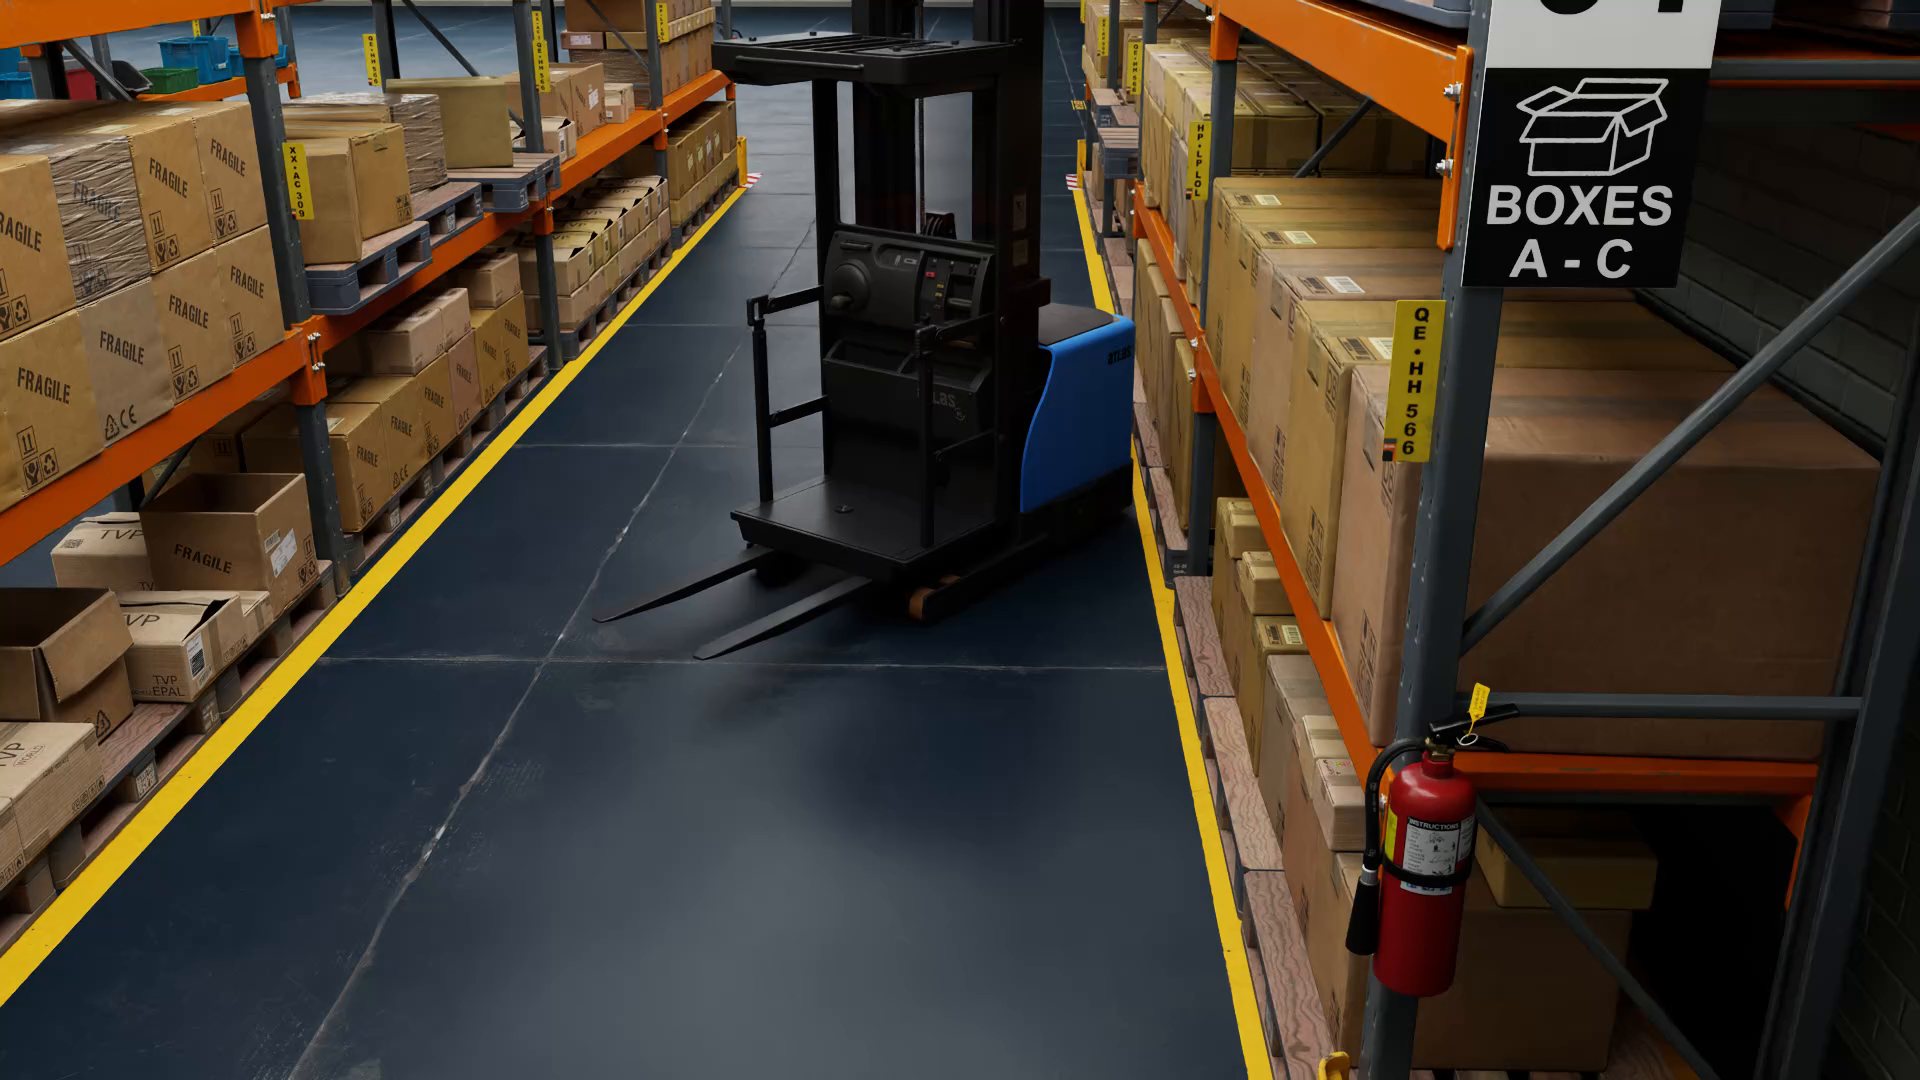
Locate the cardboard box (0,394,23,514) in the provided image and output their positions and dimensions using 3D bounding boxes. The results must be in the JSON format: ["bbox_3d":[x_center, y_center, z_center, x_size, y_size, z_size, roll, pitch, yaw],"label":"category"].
[{"bbox_3d":[-3.216,-0.272,4.944,0.500,0.500,0.500,1,21,1],"label":"cardboard box"}]

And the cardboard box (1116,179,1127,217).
[{"bbox_3d":[1.787,-3.400,15.994,0.500,0.500,0.500,-1,21,-2],"label":"cardboard box"}]

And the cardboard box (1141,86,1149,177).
[{"bbox_3d":[1.403,-2.561,10.404,0.500,0.500,0.500,1,21,3],"label":"cardboard box"}]

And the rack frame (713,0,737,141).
[{"bbox_3d":[-3.035,-5.484,18.517,1.000,3.000,0.127,1,21,2],"label":"rack frame"}]

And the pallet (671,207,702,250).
[{"bbox_3d":[-3.090,-3.025,16.034,1.003,0.211,1.213,1,21,2],"label":"pallet"}]

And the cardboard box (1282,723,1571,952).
[{"bbox_3d":[1.367,0.888,4.968,0.700,0.500,0.500,1,21,1],"label":"cardboard box"}]

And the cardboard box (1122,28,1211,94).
[{"bbox_3d":[1.746,-4.053,14.082,0.700,0.500,0.500,1,21,2],"label":"cardboard box"}]

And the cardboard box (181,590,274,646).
[{"bbox_3d":[-3.085,0.324,6.881,0.380,0.149,0.250,1,21,2],"label":"cardboard box"}]

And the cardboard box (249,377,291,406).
[{"bbox_3d":[-3.648,-0.546,8.636,0.500,0.500,0.500,1,21,2],"label":"cardboard box"}]

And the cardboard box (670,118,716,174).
[{"bbox_3d":[-2.786,-4.008,16.897,0.500,0.500,0.500,1,21,2],"label":"cardboard box"}]

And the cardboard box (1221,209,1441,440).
[{"bbox_3d":[1.491,-0.773,5.959,0.980,0.700,0.700,0,21,0],"label":"cardboard box"}]

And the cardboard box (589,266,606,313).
[{"bbox_3d":[-2.954,-1.874,12.432,0.500,0.250,0.500,0,21,0],"label":"cardboard box"}]

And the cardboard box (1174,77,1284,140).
[{"bbox_3d":[1.351,-2.178,8.381,0.500,0.250,0.500,1,21,3],"label":"cardboard box"}]

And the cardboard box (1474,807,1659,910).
[{"bbox_3d":[1.548,0.814,4.262,0.380,0.149,0.250,1,21,2],"label":"cardboard box"}]

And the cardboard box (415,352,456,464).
[{"bbox_3d":[-3.114,-0.731,9.114,0.500,0.500,0.500,1,21,2],"label":"cardboard box"}]

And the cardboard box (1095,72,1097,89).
[{"bbox_3d":[1.530,-4.279,15.590,0.500,0.250,0.500,1,21,2],"label":"cardboard box"}]

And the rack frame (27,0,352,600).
[{"bbox_3d":[-3.400,-1.146,7.335,1.000,3.000,0.127,1,21,2],"label":"rack frame"}]

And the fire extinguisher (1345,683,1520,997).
[{"bbox_3d":[0.964,0.613,3.424,0.296,0.674,0.183,1,21,2],"label":"fire extinguisher"}]

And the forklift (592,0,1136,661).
[{"bbox_3d":[-0.380,-1.187,7.536,1.130,2.935,3.031,15,26,35],"label":"forklift"}]

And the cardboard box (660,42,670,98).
[{"bbox_3d":[-3.140,-4.436,15.677,0.700,0.500,0.500,0,21,1],"label":"cardboard box"}]

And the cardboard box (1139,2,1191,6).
[{"bbox_3d":[2.078,-5.179,16.872,0.500,0.500,0.500,0,21,0],"label":"cardboard box"}]

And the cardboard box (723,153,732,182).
[{"bbox_3d":[-2.759,-4.020,17.964,0.500,0.250,0.500,1,21,2],"label":"cardboard box"}]

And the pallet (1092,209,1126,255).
[{"bbox_3d":[1.780,-2.928,15.784,1.003,0.211,1.213,1,21,2],"label":"pallet"}]

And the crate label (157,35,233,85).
[{"bbox_3d":[-7.771,-4.888,16.932,0.502,0.435,0.616,1,21,2],"label":"crate label"}]

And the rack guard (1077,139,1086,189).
[{"bbox_3d":[1.914,-4.238,18.761,1.175,0.500,0.348,1,21,2],"label":"rack guard"}]

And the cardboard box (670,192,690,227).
[{"bbox_3d":[-2.839,-3.116,15.635,0.500,0.250,0.500,1,21,2],"label":"cardboard box"}]

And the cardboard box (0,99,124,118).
[{"bbox_3d":[-3.695,-1.491,6.705,0.500,0.500,0.500,1,21,3],"label":"cardboard box"}]

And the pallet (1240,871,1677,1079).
[{"bbox_3d":[1.376,1.364,4.722,1.003,0.211,1.213,1,21,2],"label":"pallet"}]

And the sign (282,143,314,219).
[{"bbox_3d":[-2.857,-1.546,7.170,0.100,0.325,0.005,1,21,2],"label":"sign"}]

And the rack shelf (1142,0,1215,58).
[{"bbox_3d":[1.613,-2.879,8.649,1.077,0.370,4.000,1,21,2],"label":"rack shelf"}]

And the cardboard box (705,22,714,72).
[{"bbox_3d":[-3.062,-5.362,18.064,0.700,0.500,0.500,1,21,2],"label":"cardboard box"}]

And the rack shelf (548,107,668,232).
[{"bbox_3d":[-3.217,-2.980,13.056,1.077,0.370,4.000,1,21,2],"label":"rack shelf"}]

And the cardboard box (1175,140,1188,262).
[{"bbox_3d":[1.320,-1.641,8.035,0.500,0.500,0.500,1,21,2],"label":"cardboard box"}]

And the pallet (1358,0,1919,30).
[{"bbox_3d":[1.442,-1.272,3.636,1.003,0.211,1.213,1,21,2],"label":"pallet"}]

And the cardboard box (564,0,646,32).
[{"bbox_3d":[-3.149,-4.850,14.951,0.700,0.500,0.500,1,21,2],"label":"cardboard box"}]

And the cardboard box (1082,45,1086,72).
[{"bbox_3d":[1.585,-5.198,17.958,0.500,0.250,0.500,0,21,0],"label":"cardboard box"}]

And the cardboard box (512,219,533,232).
[{"bbox_3d":[-3.481,-2.330,12.832,0.500,0.311,0.500,0,21,1],"label":"cardboard box"}]

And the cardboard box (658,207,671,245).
[{"bbox_3d":[-2.879,-2.799,14.816,0.500,0.250,0.500,0,21,1],"label":"cardboard box"}]

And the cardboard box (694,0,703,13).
[{"bbox_3d":[-3.074,-5.758,17.290,0.700,0.500,0.500,0,21,0],"label":"cardboard box"}]

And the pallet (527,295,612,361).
[{"bbox_3d":[-3.214,-1.589,12.333,1.003,0.211,1.213,1,21,2],"label":"pallet"}]

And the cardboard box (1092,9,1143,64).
[{"bbox_3d":[1.536,-4.811,15.924,0.500,0.500,0.500,0,21,0],"label":"cardboard box"}]

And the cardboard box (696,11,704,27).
[{"bbox_3d":[-2.880,-5.415,17.304,0.380,0.149,0.250,1,21,2],"label":"cardboard box"}]

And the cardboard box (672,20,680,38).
[{"bbox_3d":[-2.919,-4.948,16.100,0.380,0.149,0.250,0,21,0],"label":"cardboard box"}]

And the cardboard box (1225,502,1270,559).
[{"bbox_3d":[1.234,-0.034,6.449,0.380,0.149,0.250,1,21,3],"label":"cardboard box"}]

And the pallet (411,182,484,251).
[{"bbox_3d":[-3.333,-1.799,9.285,1.003,0.211,1.213,1,21,2],"label":"pallet"}]

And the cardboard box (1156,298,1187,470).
[{"bbox_3d":[1.466,-0.844,8.949,0.750,0.750,0.750,1,21,3],"label":"cardboard box"}]

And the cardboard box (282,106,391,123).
[{"bbox_3d":[-3.408,-2.028,8.889,0.700,0.500,0.500,-5,22,-12],"label":"cardboard box"}]

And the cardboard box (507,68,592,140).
[{"bbox_3d":[-3.227,-3.436,13.099,0.500,0.500,0.500,1,21,2],"label":"cardboard box"}]

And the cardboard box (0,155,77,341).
[{"bbox_3d":[-3.201,-0.923,5.241,0.500,0.500,0.500,0,21,1],"label":"cardboard box"}]

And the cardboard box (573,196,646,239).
[{"bbox_3d":[-2.909,-2.695,13.774,0.500,0.311,0.500,1,21,1],"label":"cardboard box"}]

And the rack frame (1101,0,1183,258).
[{"bbox_3d":[1.795,-3.985,14.653,1.000,3.000,0.127,1,21,2],"label":"rack frame"}]

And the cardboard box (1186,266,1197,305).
[{"bbox_3d":[1.263,-1.202,7.799,0.380,0.149,0.250,1,21,3],"label":"cardboard box"}]

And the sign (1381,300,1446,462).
[{"bbox_3d":[0.888,-0.307,3.247,0.100,0.325,0.005,1,21,2],"label":"sign"}]
